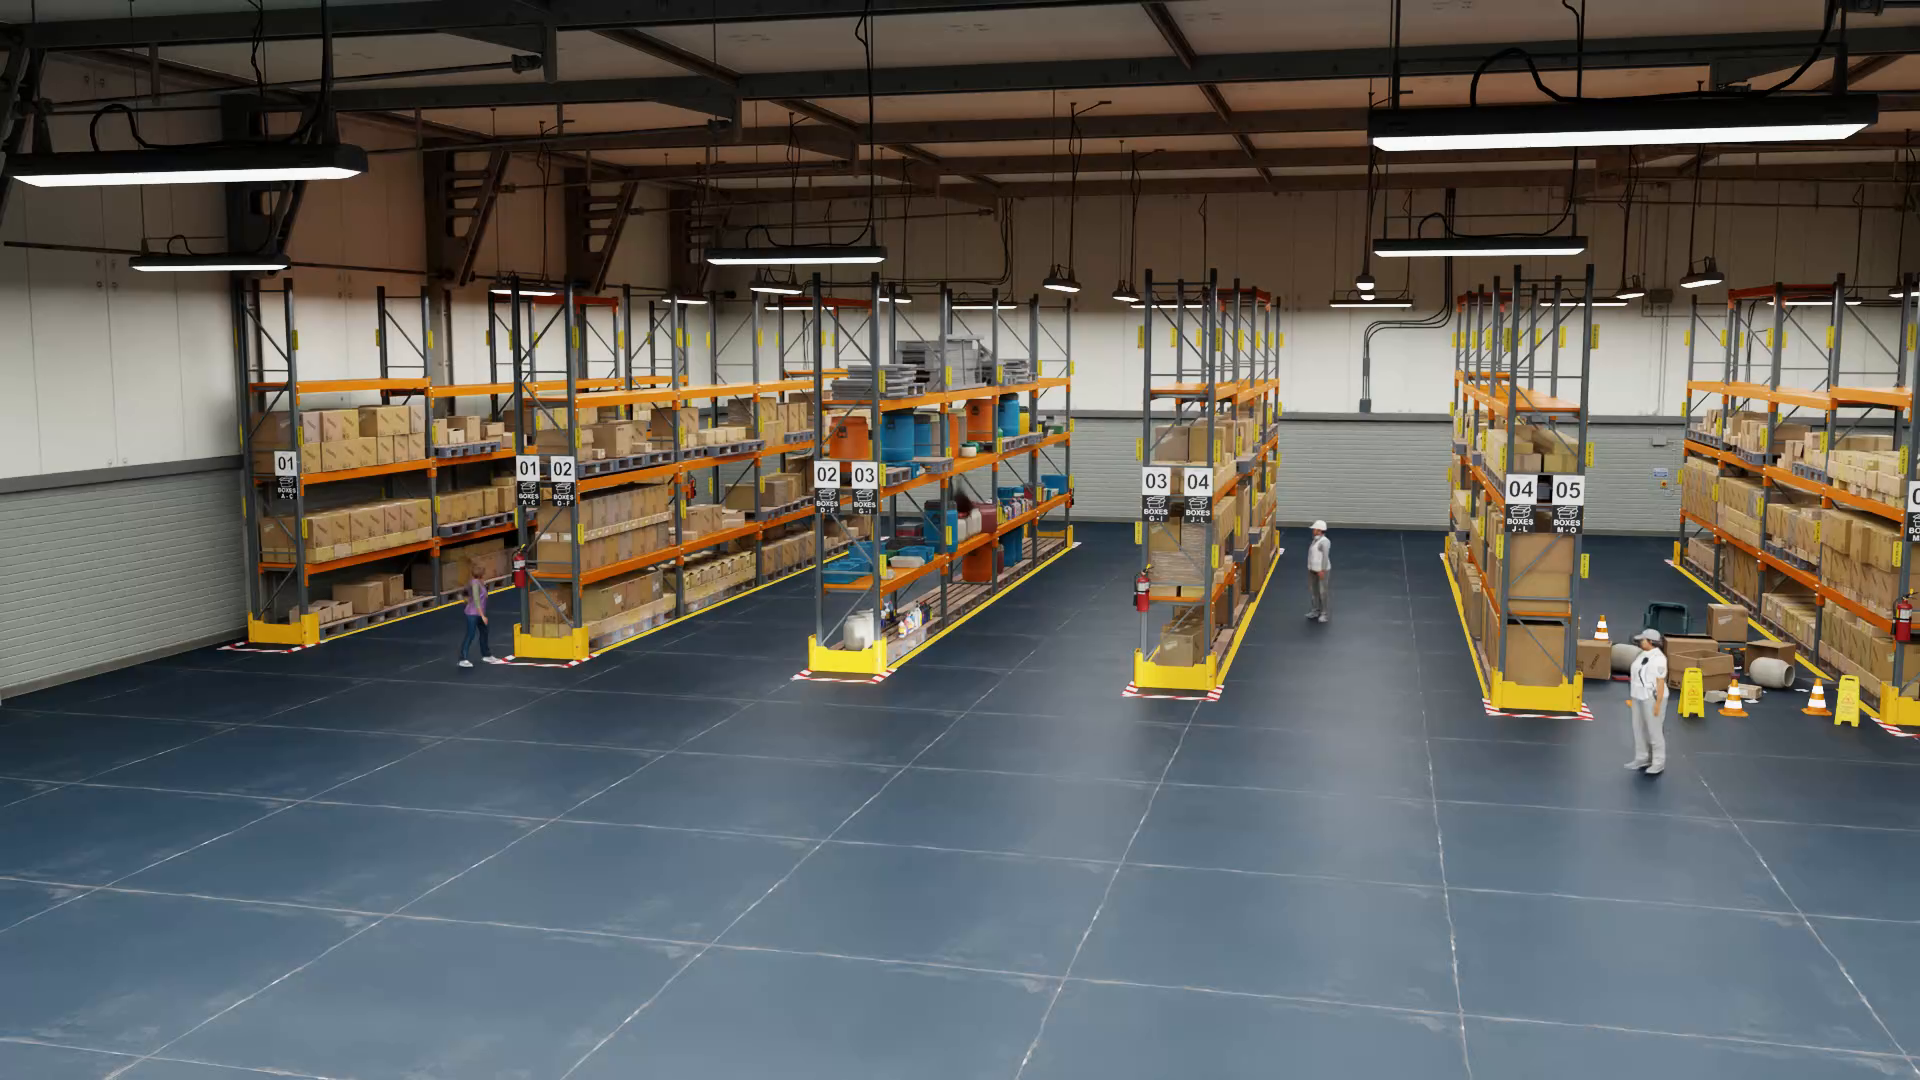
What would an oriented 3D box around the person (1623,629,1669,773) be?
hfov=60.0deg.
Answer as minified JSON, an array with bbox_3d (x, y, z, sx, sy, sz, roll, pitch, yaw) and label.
[{"bbox_3d":[7.992,1.871,19.338,0.429,1.696,0.495,-2,7,-14],"label":"person"}]

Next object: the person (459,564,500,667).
[{"bbox_3d":[-7.463,1.158,25.693,0.537,1.599,0.576,0,7,-1],"label":"person"}]

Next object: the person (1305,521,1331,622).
[{"bbox_3d":[6.455,0.552,29.891,0.382,1.807,0.521,-4,8,-27],"label":"person"}]
